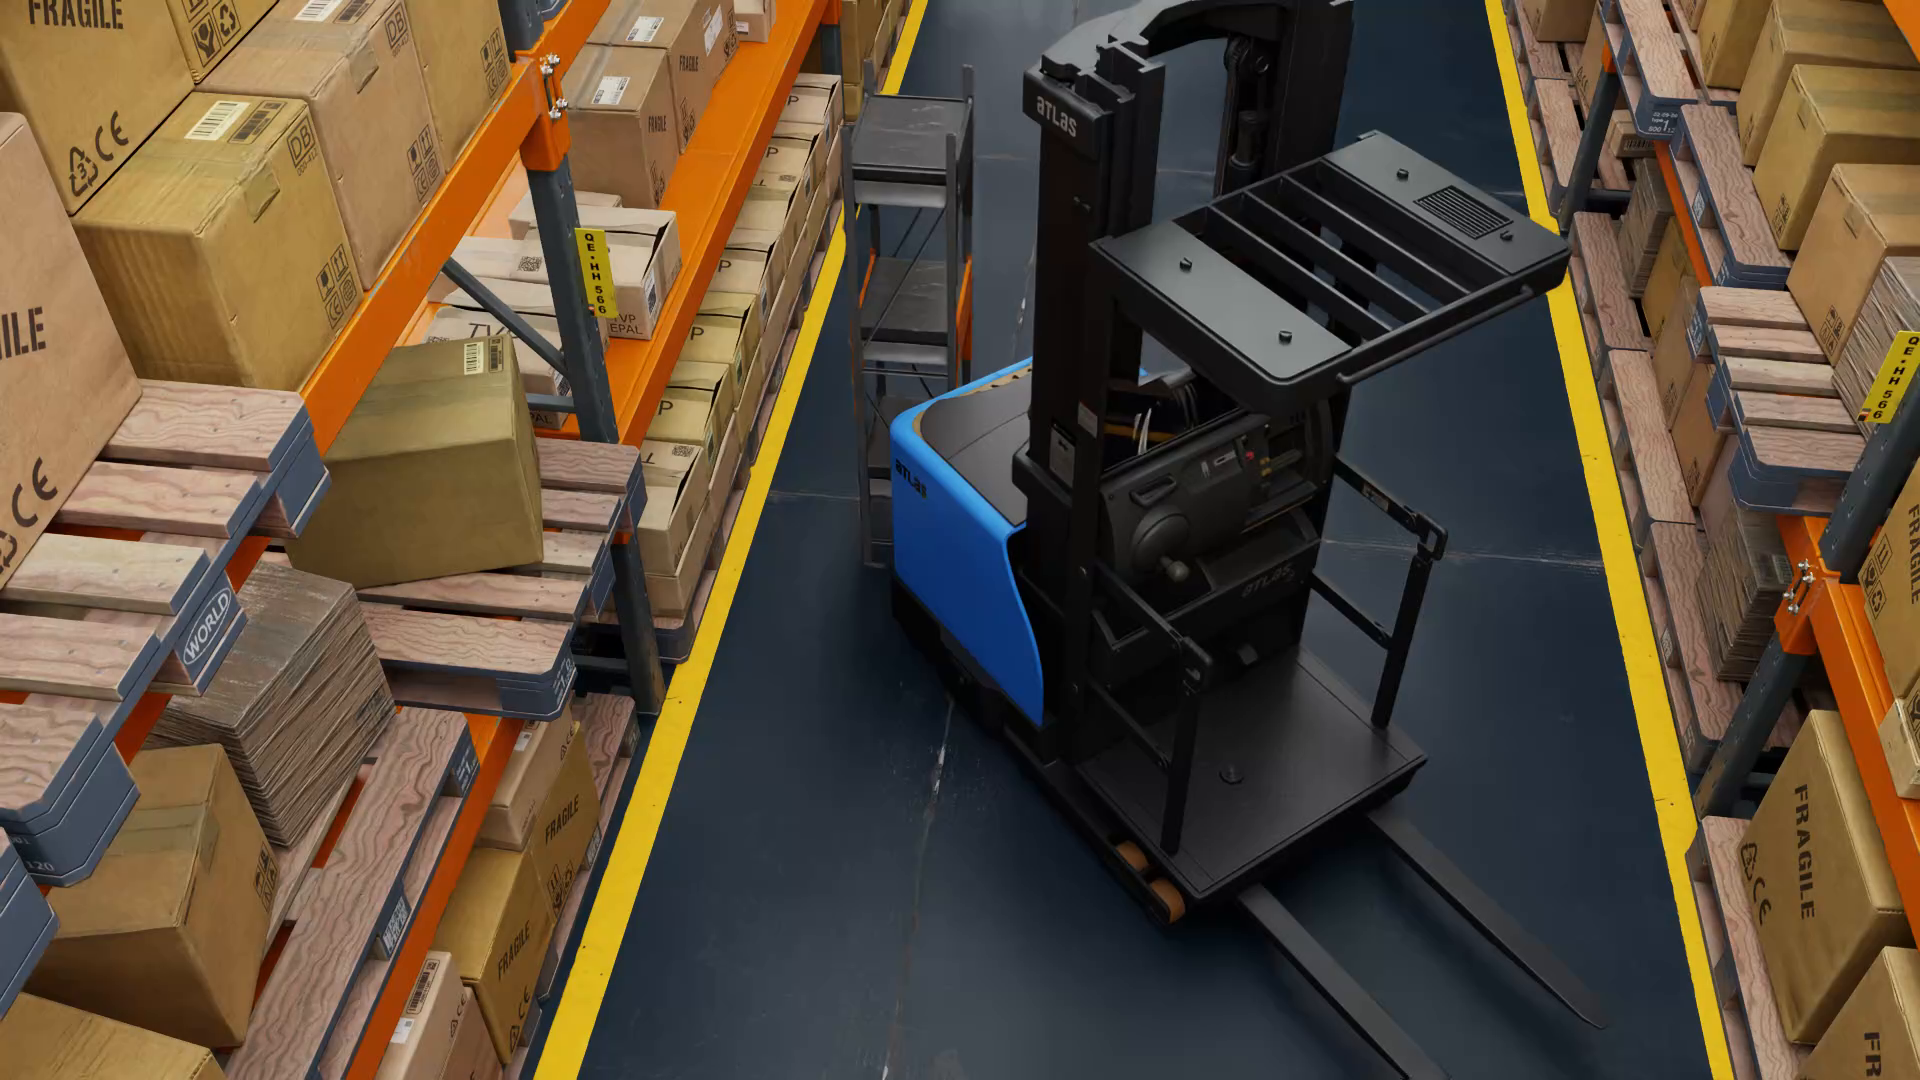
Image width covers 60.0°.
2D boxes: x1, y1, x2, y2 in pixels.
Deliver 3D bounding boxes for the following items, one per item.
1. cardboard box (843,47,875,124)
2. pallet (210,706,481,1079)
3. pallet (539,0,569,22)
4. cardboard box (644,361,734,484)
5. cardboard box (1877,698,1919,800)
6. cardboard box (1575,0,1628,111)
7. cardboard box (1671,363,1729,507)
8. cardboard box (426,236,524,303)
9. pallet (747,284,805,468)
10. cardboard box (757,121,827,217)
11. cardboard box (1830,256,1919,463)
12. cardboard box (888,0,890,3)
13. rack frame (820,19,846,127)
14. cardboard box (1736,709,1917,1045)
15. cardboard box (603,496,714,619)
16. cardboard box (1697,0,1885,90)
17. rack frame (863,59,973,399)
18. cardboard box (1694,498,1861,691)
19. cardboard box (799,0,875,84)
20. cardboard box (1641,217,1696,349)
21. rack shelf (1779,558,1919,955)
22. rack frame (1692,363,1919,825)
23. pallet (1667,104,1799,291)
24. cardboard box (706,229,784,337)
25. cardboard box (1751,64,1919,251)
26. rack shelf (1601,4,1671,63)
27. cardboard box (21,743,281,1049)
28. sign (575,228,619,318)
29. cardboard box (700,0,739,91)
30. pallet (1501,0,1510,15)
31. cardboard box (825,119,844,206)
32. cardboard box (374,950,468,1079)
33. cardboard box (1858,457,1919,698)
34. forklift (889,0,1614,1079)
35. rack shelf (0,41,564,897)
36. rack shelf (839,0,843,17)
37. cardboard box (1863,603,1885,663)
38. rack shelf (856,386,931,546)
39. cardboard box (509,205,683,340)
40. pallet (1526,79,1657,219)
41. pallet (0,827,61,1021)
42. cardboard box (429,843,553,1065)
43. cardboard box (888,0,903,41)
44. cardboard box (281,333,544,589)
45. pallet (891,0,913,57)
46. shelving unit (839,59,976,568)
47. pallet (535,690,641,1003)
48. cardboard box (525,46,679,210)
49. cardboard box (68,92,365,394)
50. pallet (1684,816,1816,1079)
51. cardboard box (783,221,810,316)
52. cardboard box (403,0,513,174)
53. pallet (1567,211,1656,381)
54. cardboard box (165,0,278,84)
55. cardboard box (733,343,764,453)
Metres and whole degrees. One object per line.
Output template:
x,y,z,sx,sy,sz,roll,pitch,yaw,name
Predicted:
-0.782,-2.648,9.582,0.500,0.250,0.500,5,44,6,cardboard box
-1.925,0.916,4.263,1.003,0.211,1.213,5,44,6,pallet
-1.671,-1.971,5.128,1.213,0.211,1.003,7,44,7,pallet
-1.251,-0.527,6.933,0.500,0.311,0.500,4,44,4,cardboard box
2.804,0.600,4.626,0.380,0.149,0.250,6,44,7,cardboard box
3.865,-2.721,9.463,0.500,0.500,0.500,2,43,2,cardboard box
3.503,-0.461,7.076,0.700,0.500,0.500,5,44,5,cardboard box
-1.827,-1.027,6.358,0.380,0.149,0.250,5,44,6,cardboard box
-1.361,-0.854,8.020,1.003,0.211,1.213,5,44,6,pallet
-0.975,-1.906,8.390,0.500,0.311,0.500,6,44,7,cardboard box
3.291,-0.549,5.278,0.700,0.500,0.500,1,43,1,cardboard box
-0.640,-3.601,10.043,0.500,0.500,0.500,5,44,6,cardboard box
-1.143,-3.206,8.476,1.000,3.000,0.127,5,44,6,rack frame
3.011,1.085,5.202,0.750,0.750,0.750,5,44,5,cardboard box
-1.312,0.036,6.747,0.500,0.250,0.500,5,44,5,cardboard box
3.585,-2.230,7.053,0.700,0.500,0.500,9,44,10,cardboard box
-0.154,-0.973,6.772,0.400,2.100,0.015,5,44,5,rack frame
3.282,0.220,6.356,0.700,0.500,0.500,6,44,6,cardboard box
-0.772,-2.920,9.323,0.500,0.500,0.500,5,44,6,cardboard box
3.668,-1.150,7.804,0.700,0.500,0.500,4,44,5,cardboard box
2.974,1.592,3.932,1.077,0.370,4.000,5,44,6,rack shelf
3.238,-0.032,5.124,1.000,3.000,0.127,5,44,6,rack frame
3.460,-1.315,6.619,1.003,0.211,1.213,5,44,6,pallet
-1.114,-1.224,7.670,0.500,0.311,0.500,5,44,5,cardboard box
3.433,-1.401,6.177,0.700,0.500,0.500,5,44,6,cardboard box
4.032,-3.860,9.690,1.077,0.370,4.000,5,44,6,rack shelf
-2.029,0.848,3.817,0.700,0.500,0.500,-5,44,-5,cardboard box
-1.133,-0.829,5.181,0.100,0.325,0.005,5,44,6,sign
-1.331,-2.361,7.512,0.500,0.500,0.500,8,44,9,cardboard box
4.144,-3.869,11.205,1.003,0.211,1.213,5,44,6,pallet
-0.911,-2.051,8.951,0.500,0.250,0.500,5,44,5,cardboard box
-1.698,1.391,4.574,0.500,0.250,0.500,4,44,5,cardboard box
2.921,0.124,4.656,0.500,0.500,0.500,6,44,7,cardboard box
0.966,-0.094,5.240,1.130,2.935,3.031,-25,49,-24,forklift
-1.937,0.055,3.374,1.077,0.370,4.000,5,44,6,rack shelf
-0.879,-4.308,10.163,1.077,0.370,4.000,5,44,6,rack shelf
2.965,0.255,4.989,0.380,0.149,0.250,5,44,5,cardboard box
-0.183,-0.288,7.087,0.431,0.518,0.480,5,44,5,rack shelf
-1.362,-1.039,6.253,0.500,0.311,0.500,5,44,5,cardboard box
3.821,-2.207,9.449,1.003,0.211,1.213,5,44,6,pallet
-2.045,0.787,2.214,1.213,0.211,1.003,5,44,6,pallet
-1.632,1.279,5.237,0.500,0.500,0.500,4,44,4,cardboard box
-0.639,-3.329,10.301,0.500,0.250,0.500,5,44,6,cardboard box
-1.644,-0.229,4.954,0.700,0.500,0.500,-8,44,-9,cardboard box
-0.838,-3.565,10.884,1.003,0.211,1.213,5,44,6,pallet
-0.183,-0.806,6.596,0.431,2.100,0.503,5,44,5,shelving unit
-1.808,1.038,6.022,1.003,0.211,1.213,5,44,6,pallet
-1.467,-1.661,6.772,0.500,0.500,0.500,3,44,3,cardboard box
-1.833,-0.603,3.473,0.910,0.500,0.500,5,44,6,cardboard box
3.059,1.511,5.523,1.003,0.211,1.213,5,44,6,pallet
-1.047,-1.358,8.219,0.500,0.250,0.500,6,44,6,cardboard box
-1.697,-1.305,4.214,0.910,0.500,0.500,5,44,6,cardboard box
3.666,-1.215,8.402,1.003,0.211,1.213,5,44,6,pallet
-1.804,-1.324,3.507,0.500,0.500,0.500,5,44,6,cardboard box
-1.184,-0.662,7.484,0.500,0.250,0.500,4,44,4,cardboard box
